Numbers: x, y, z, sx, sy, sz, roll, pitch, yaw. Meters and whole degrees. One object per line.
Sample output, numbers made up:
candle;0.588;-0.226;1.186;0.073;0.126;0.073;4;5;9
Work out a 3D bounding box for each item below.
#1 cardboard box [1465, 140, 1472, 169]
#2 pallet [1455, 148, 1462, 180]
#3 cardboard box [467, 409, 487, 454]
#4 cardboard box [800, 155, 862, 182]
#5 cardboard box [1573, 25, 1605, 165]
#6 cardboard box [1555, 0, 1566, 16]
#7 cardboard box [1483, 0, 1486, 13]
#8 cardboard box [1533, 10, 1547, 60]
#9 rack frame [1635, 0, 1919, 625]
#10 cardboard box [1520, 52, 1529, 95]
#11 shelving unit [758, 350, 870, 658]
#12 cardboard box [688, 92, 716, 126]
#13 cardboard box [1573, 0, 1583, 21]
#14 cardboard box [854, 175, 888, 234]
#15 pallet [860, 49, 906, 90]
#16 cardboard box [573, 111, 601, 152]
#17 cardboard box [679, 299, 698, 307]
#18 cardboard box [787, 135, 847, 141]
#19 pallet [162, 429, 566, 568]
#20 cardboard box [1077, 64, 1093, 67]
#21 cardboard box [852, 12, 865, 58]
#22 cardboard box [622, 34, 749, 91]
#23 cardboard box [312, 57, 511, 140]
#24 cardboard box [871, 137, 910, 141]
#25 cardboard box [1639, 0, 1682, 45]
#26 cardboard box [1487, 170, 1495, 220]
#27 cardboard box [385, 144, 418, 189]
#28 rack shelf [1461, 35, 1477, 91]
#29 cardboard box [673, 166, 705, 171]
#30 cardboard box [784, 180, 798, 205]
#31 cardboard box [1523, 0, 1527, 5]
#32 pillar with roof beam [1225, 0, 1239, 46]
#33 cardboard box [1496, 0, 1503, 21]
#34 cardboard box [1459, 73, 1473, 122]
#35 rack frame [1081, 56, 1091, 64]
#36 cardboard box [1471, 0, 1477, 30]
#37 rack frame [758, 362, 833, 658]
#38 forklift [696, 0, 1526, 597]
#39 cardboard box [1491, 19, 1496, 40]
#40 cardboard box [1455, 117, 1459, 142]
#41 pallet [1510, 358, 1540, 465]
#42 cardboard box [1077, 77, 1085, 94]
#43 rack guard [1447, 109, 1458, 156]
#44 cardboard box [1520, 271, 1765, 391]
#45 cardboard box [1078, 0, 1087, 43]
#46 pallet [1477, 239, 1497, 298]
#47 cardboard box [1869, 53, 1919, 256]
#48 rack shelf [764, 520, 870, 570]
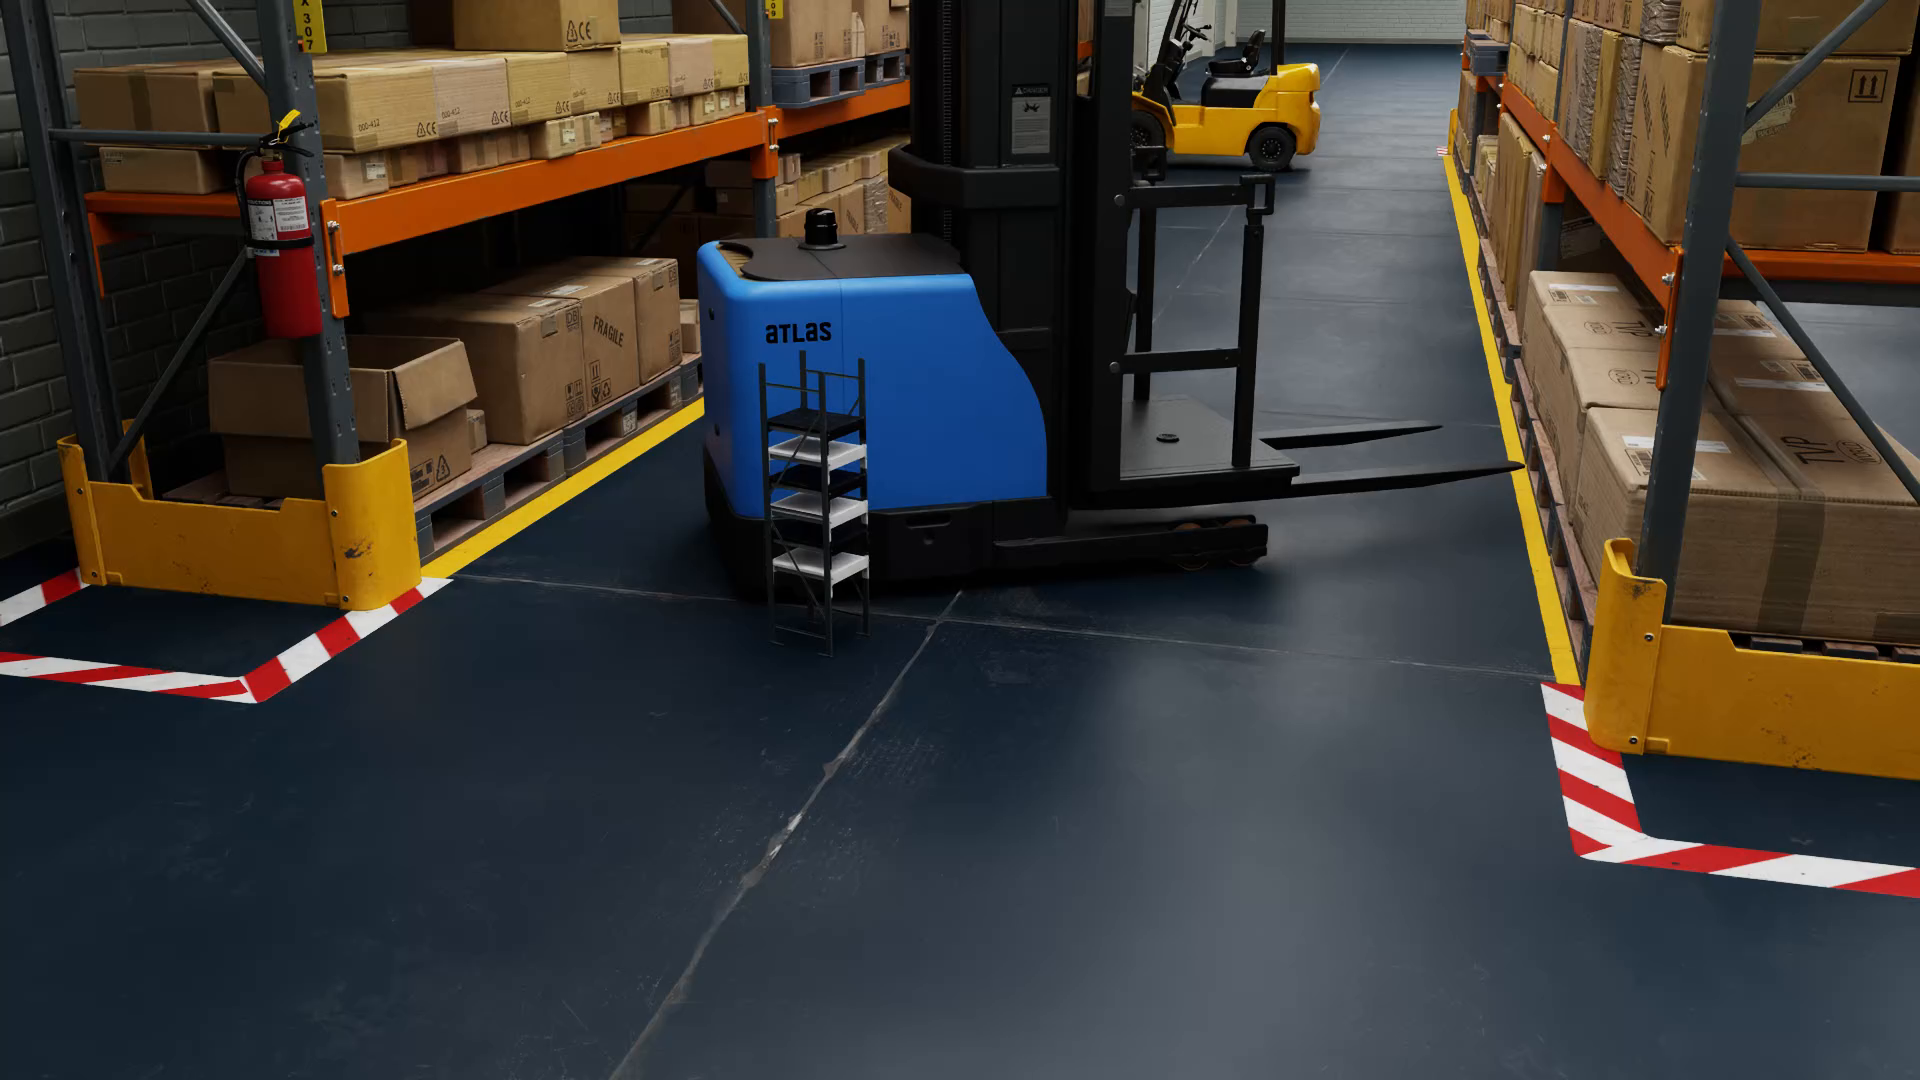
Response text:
cardboard box;5.152;-3.730;16.071;0.500;0.250;0.500;6;20;16
pallet;5.694;-3.903;17.287;1.003;0.211;1.213;5;19;13
cardboard box;-2.095;-0.419;6.535;0.380;0.149;0.250;4;19;11
cardboard box;-0.859;-2.424;10.858;0.380;0.149;0.250;5;19;14
cardboard box;2.690;-1.726;6.446;0.500;0.500;0.500;5;19;14
cardboard box;3.179;-2.798;8.038;0.500;0.500;0.500;5;20;15
cardboard box;4.876;-4.888;14.593;0.500;0.500;0.500;5;20;15
cardboard box;3.421;-2.761;9.089;0.500;0.250;0.500;5;20;15
rack frame;2.336;-0.864;4.078;1.000;3.000;0.127;5;19;13
cardboard box;3.685;-2.841;10.097;0.500;0.250;0.500;5;20;15
shelving unit;-0.443;-0.111;5.119;0.258;0.900;0.210;11;22;29
cardboard box;-1.416;-2.103;8.094;0.380;0.149;0.250;5;20;15
cardboard box;2.962;-2.508;7.189;0.500;0.500;0.500;5;19;14
cardboard box;-0.785;-2.144;11.043;0.500;0.500;0.500;4;19;11
pallet;-0.994;-3.062;10.808;1.003;0.211;1.213;5;19;13
cardboard box;-1.724;-1.702;6.918;0.380;0.149;0.250;5;20;15
cardboard box;-1.352;-1.161;8.706;0.380;0.149;0.250;4;19;12
cardboard box;-1.044;-2.865;12.150;0.380;0.149;0.250;5;20;15
pallet;-2.265;-0.209;6.474;1.003;0.211;1.213;5;19;13
cardboard box;1.621;-5.472;19.624;0.500;0.250;0.500;5;20;15
cardboard box;-0.789;-3.049;10.032;0.396;0.266;0.258;6;20;16
cardboard box;-1.389;-2.400;8.345;0.500;0.250;0.500;5;20;15
cardboard box;-1.983;-1.604;6.015;0.500;0.250;0.500;5;19;14
cardboard box;-0.435;-2.823;12.025;0.380;0.149;0.250;4;19;11
cardboard box;2.322;-1.721;4.884;0.500;0.500;0.500;5;19;14
cardboard box;4.439;-2.503;12.292;0.950;0.372;0.625;3;19;10
cardboard box;-2.114;-1.301;5.745;0.380;0.149;0.250;5;20;15
rack shelf;5.757;-4.912;17.041;1.077;0.370;4.000;5;19;13
cardboard box;-1.543;-2.212;10.237;0.380;0.149;0.250;4;19;11
cardboard box;-1.162;-2.016;9.663;0.380;0.149;0.250;4;19;12
cardboard box;3.821;-3.601;10.387;0.500;0.500;0.500;5;19;14
pillar with roof beam;11.892;-18.025;45.038;9.100;9.000;0.400;5;19;13
cardboard box;4.248;-4.086;12.245;0.500;0.500;0.500;4;19;13
cardboard box;5.651;-4.729;17.836;0.500;0.500;0.500;4;19;11
rack frame;1.431;-6.270;19.904;1.000;3.000;0.127;5;19;13
cardboard box;5.498;-5.458;16.913;0.500;0.500;0.500;4;19;12
rack frame;-0.496;-0.082;5.037;0.240;0.900;0.006;11;22;29
forklift;0.604;-1.438;5.863;3.031;2.935;1.130;-5;19;-14
cardboard box;4.279;-3.911;12.736;0.380;0.149;0.250;5;19;14
cardboard box;5.780;-4.546;18.460;0.500;0.250;0.500;4;19;13
pallet;3.052;-0.566;7.519;1.003;0.211;1.213;5;19;13
cardboard box;1.011;-4.673;17.287;0.500;0.250;0.500;5;19;13
rack guard;6.227;-4.673;19.094;1.175;0.500;0.348;5;19;13
cardboard box;3.056;-0.916;7.543;0.875;0.438;0.875;4;19;13
cardboard box;1.049;-5.506;17.511;0.500;0.500;0.500;4;19;13
pallet;4.025;-1.811;11.163;1.003;0.211;1.213;5;19;13
cardboard box;2.732;-1.039;4.436;0.500;0.500;0.500;5;19;13
rack shelf;-0.443;0.006;5.159;0.258;0.077;0.200;11;22;29
